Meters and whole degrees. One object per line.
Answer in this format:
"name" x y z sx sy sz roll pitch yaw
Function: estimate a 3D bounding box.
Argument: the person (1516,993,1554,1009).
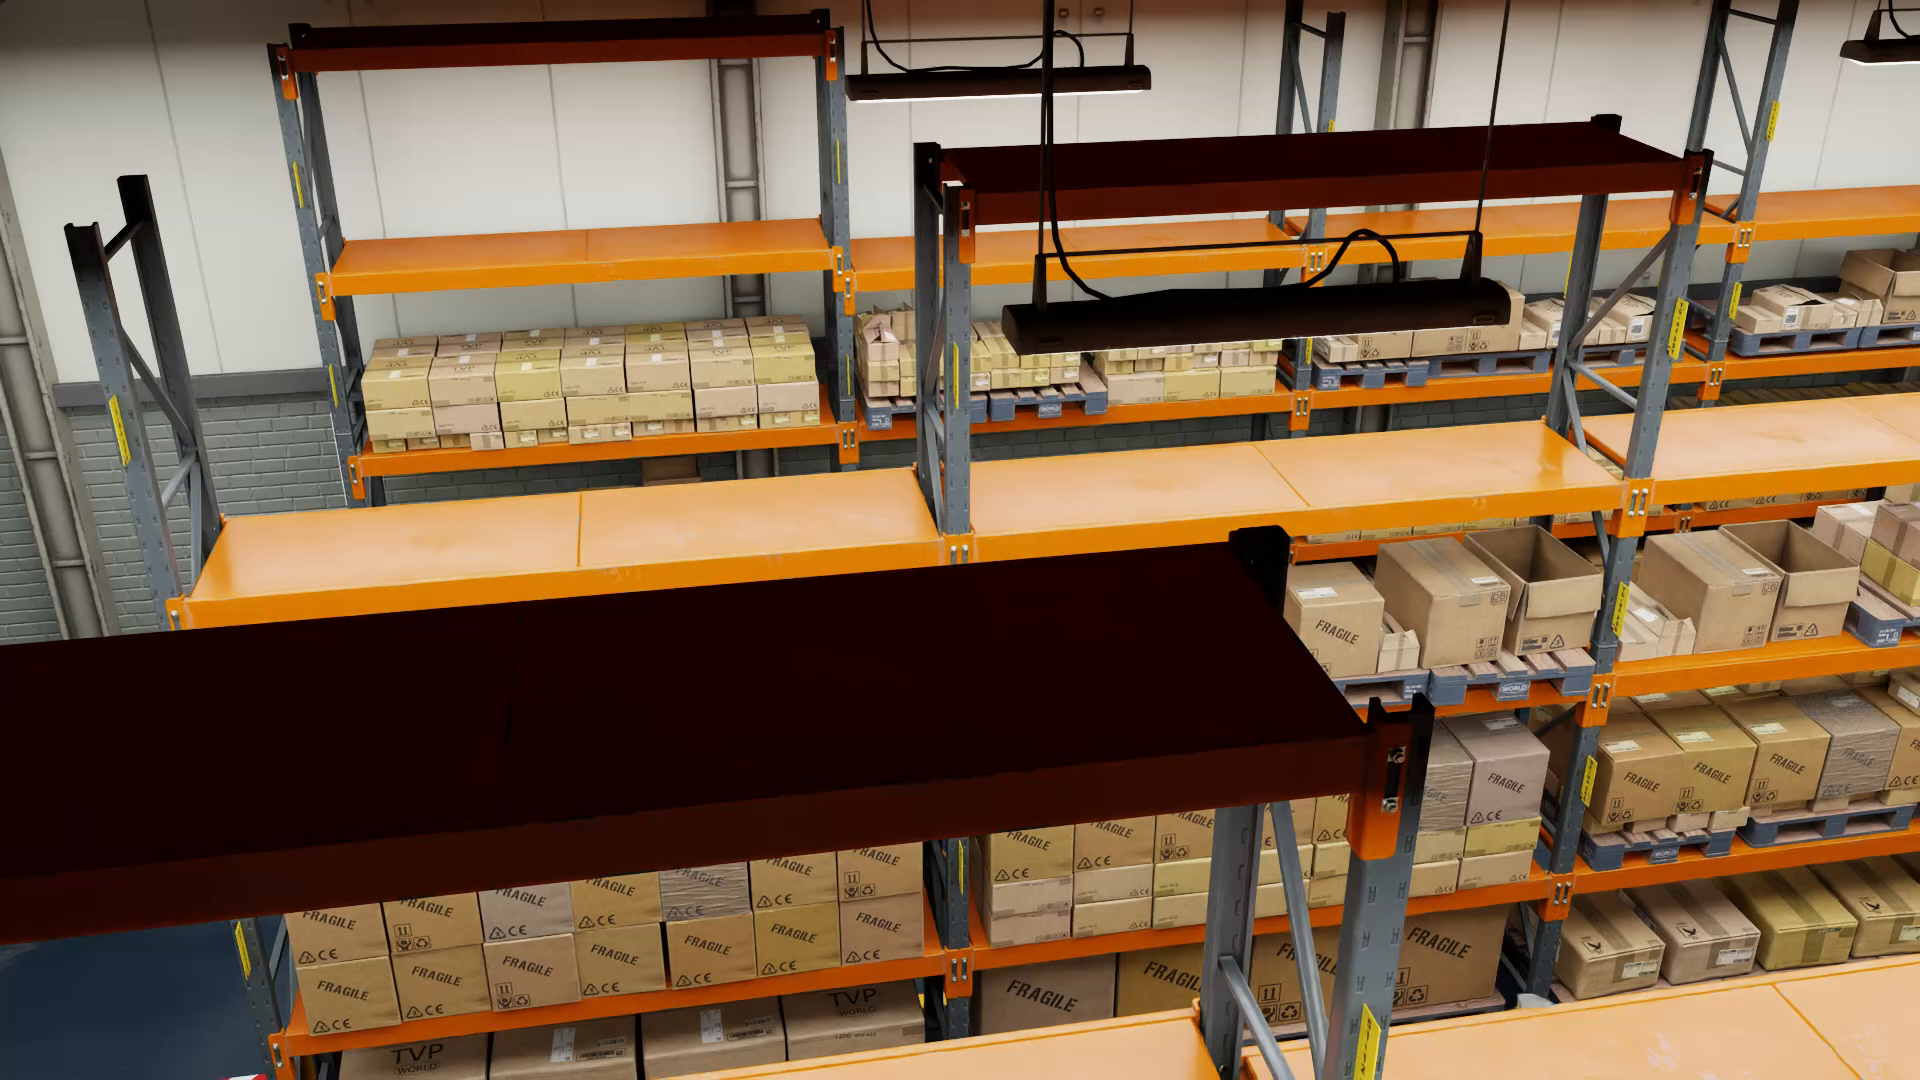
"person" 3.186 3.328 9.374 0.451 1.758 0.595 -7 27 -14
